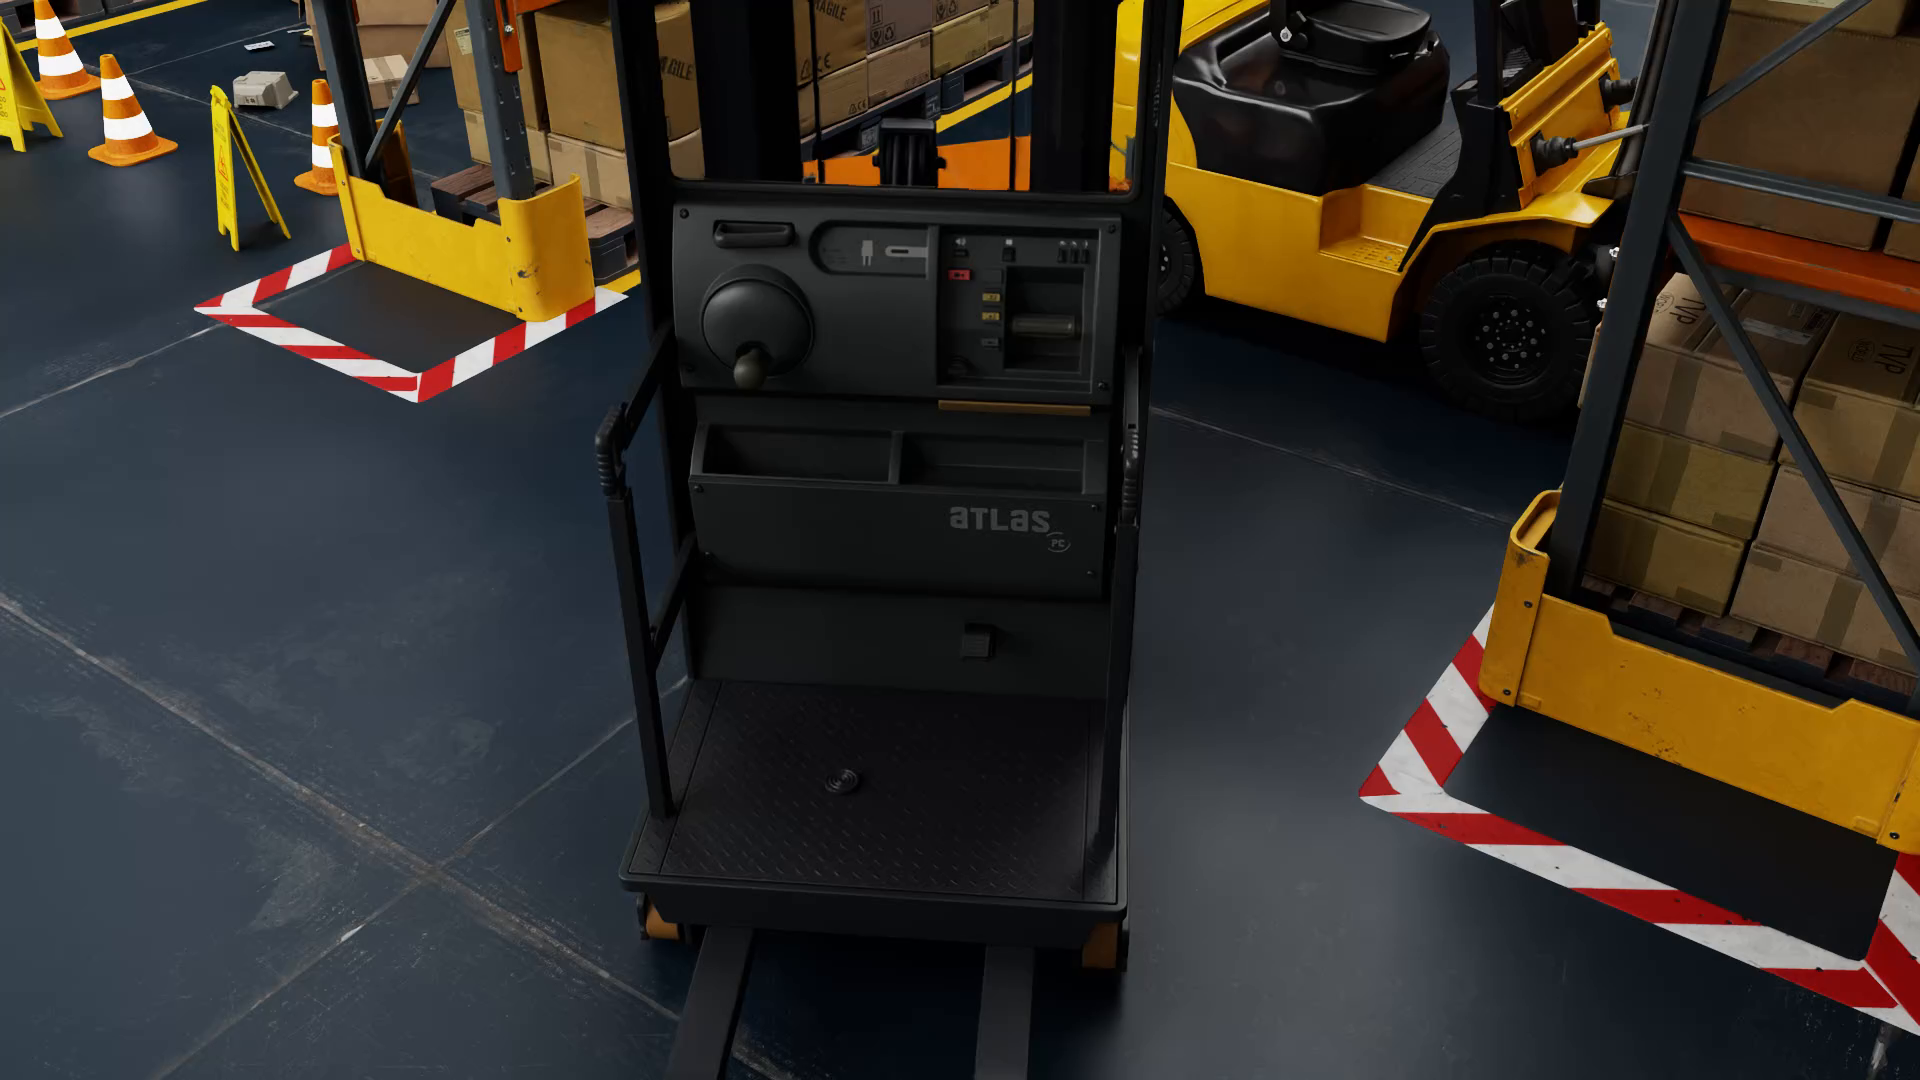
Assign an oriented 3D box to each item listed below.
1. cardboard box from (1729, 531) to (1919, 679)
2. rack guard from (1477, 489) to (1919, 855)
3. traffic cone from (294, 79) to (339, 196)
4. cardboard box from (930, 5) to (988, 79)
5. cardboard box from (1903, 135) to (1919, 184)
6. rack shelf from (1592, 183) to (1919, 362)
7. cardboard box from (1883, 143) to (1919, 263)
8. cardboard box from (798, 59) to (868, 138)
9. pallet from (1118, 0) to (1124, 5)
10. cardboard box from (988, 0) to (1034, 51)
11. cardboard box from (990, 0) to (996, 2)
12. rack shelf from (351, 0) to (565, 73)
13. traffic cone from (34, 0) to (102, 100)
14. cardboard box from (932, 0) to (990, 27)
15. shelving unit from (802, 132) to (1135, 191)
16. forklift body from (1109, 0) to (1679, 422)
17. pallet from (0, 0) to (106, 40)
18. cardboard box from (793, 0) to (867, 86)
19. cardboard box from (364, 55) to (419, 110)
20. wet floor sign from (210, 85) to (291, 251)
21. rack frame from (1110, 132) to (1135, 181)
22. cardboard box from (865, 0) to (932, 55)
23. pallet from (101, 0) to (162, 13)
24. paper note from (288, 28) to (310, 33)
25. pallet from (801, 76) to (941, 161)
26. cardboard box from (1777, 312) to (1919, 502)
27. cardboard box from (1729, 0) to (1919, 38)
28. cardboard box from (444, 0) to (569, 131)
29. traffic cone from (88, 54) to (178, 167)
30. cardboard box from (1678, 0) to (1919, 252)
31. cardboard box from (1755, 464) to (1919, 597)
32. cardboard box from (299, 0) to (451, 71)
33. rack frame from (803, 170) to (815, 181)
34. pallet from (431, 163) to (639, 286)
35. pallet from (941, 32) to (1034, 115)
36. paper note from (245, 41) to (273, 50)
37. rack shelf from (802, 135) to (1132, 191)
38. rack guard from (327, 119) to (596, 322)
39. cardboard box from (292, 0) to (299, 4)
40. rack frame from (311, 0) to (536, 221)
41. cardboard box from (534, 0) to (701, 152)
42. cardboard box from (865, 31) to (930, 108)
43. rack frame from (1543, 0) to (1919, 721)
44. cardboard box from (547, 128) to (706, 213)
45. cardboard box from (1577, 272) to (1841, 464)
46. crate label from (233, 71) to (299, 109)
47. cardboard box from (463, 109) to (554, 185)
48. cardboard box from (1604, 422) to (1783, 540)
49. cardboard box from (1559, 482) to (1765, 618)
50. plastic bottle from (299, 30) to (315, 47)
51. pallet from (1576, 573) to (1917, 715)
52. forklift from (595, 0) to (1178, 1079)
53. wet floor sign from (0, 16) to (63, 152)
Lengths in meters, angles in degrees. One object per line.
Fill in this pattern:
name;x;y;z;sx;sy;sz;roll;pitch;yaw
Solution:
cardboard box;2.454;0.075;4.542;0.500;0.250;0.500;21;40;28
rack guard;1.999;0.320;4.331;1.175;0.500;0.348;21;39;28
traffic cone;-2.881;-1.870;7.602;0.336;0.463;0.334;21;39;28
cardboard box;-0.198;-2.580;8.468;0.500;0.250;0.500;20;39;27
cardboard box;2.381;-1.315;4.427;0.500;0.500;0.500;23;40;30
rack shelf;3.153;-1.349;5.210;1.077;0.370;4.000;21;39;28
cardboard box;2.524;-0.908;3.825;0.500;0.500;0.500;23;40;30
cardboard box;-0.782;-2.116;7.781;0.500;0.250;0.500;24;41;31
pallet;0.657;-3.355;10.023;1.003;0.211;1.213;21;39;28
cardboard box;0.098;-2.829;8.835;0.500;0.250;0.500;23;40;30
cardboard box;0.097;-3.139;8.624;0.500;0.500;0.500;21;39;28
rack shelf;-0.926;-2.933;7.552;1.077;0.370;4.000;21;39;28
traffic cone;-4.722;-2.585;8.660;0.336;0.463;0.334;21;39;28
cardboard box;-0.191;-2.904;8.277;0.500;0.500;0.500;22;40;29
shelving unit;-0.025;-0.803;5.434;1.048;1.125;0.538;-10;35;-15
forklift body;1.596;-1.831;6.037;2.313;2.155;1.214;21;39;28
pallet;-5.799;-3.083;9.621;1.003;0.211;1.213;21;39;28
cardboard box;-0.779;-2.421;7.562;0.500;0.500;0.500;22;40;29
cardboard box;-2.979;-2.378;8.633;0.250;0.149;0.380;-15;37;-21
wet floor sign;-3.054;-1.590;7.025;0.232;0.644;0.267;-22;40;-29
rack frame;0.459;-0.890;5.562;0.032;1.125;0.500;-10;35;-15
cardboard box;-0.481;-2.669;7.930;0.500;0.500;0.500;24;41;31
pallet;-5.103;-3.642;10.447;1.003;0.211;1.213;21;39;28
paper note;-3.810;-2.937;9.584;0.123;0.001;0.032;-15;37;-21
pallet;-0.835;-2.112;8.185;1.003;0.211;1.213;21;39;28
cardboard box;2.443;-0.337;4.257;0.500;0.250;0.500;21;39;28
cardboard box;1.981;-1.286;3.806;0.380;0.149;0.250;22;40;29
cardboard box;-1.824;-2.108;7.100;0.500;0.500;0.500;22;40;28
traffic cone;-3.987;-2.068;7.895;0.336;0.463;0.334;21;39;28
cardboard box;2.078;-1.079;4.078;0.500;0.500;0.500;20;39;27
cardboard box;2.452;-0.119;4.382;0.500;0.250;0.500;22;40;29
cardboard box;-3.145;-2.894;9.080;0.797;0.503;0.637;-3;34;-4
rack frame;-0.509;-0.717;5.306;0.032;1.125;0.500;-10;35;-15
pallet;-1.531;-1.553;7.358;1.003;0.211;1.213;21;39;28
pallet;-0.140;-2.676;9.019;1.003;0.211;1.213;21;39;28
paper note;-3.926;-2.775;9.327;0.142;0.017;0.144;-22;40;-29
rack shelf;-0.025;-1.046;5.270;1.000;0.278;0.538;-10;35;-15
rack guard;-2.023;-1.310;6.741;1.175;0.500;0.348;21;39;28
cardboard box;-3.952;-3.609;10.139;0.500;0.500;0.500;29;44;36
rack frame;-2.067;-2.311;5.989;1.000;3.000;0.127;21;39;28
cardboard box;-1.367;-1.950;6.867;0.500;0.500;0.500;20;39;27
cardboard box;-0.491;-2.348;8.124;0.500;0.250;0.500;22;40;29
rack frame;2.013;-0.727;3.647;1.000;3.000;0.127;21;39;28
cardboard box;-1.380;-1.629;7.060;0.500;0.250;0.500;21;39;28
cardboard box;2.019;-0.488;4.480;0.500;0.250;0.500;23;40;30
crate label;-3.590;-2.314;8.550;0.250;0.136;0.298;3;34;4
cardboard box;-1.813;-1.815;7.335;0.500;0.250;0.500;21;39;28
cardboard box;2.034;-0.293;4.639;0.500;0.250;0.500;21;39;28
cardboard box;2.021;-0.079;4.769;0.500;0.250;0.500;22;40;28
plastic bottle;-3.616;-2.878;9.451;0.133;0.061;0.283;8;35;12
pallet;2.415;0.063;4.969;1.003;0.211;1.213;21;39;28
forklift;-0.151;-0.435;3.277;1.130;2.935;3.031;3;34;4
wet floor sign;-4.581;-2.224;7.963;0.267;0.644;0.232;14;37;20
